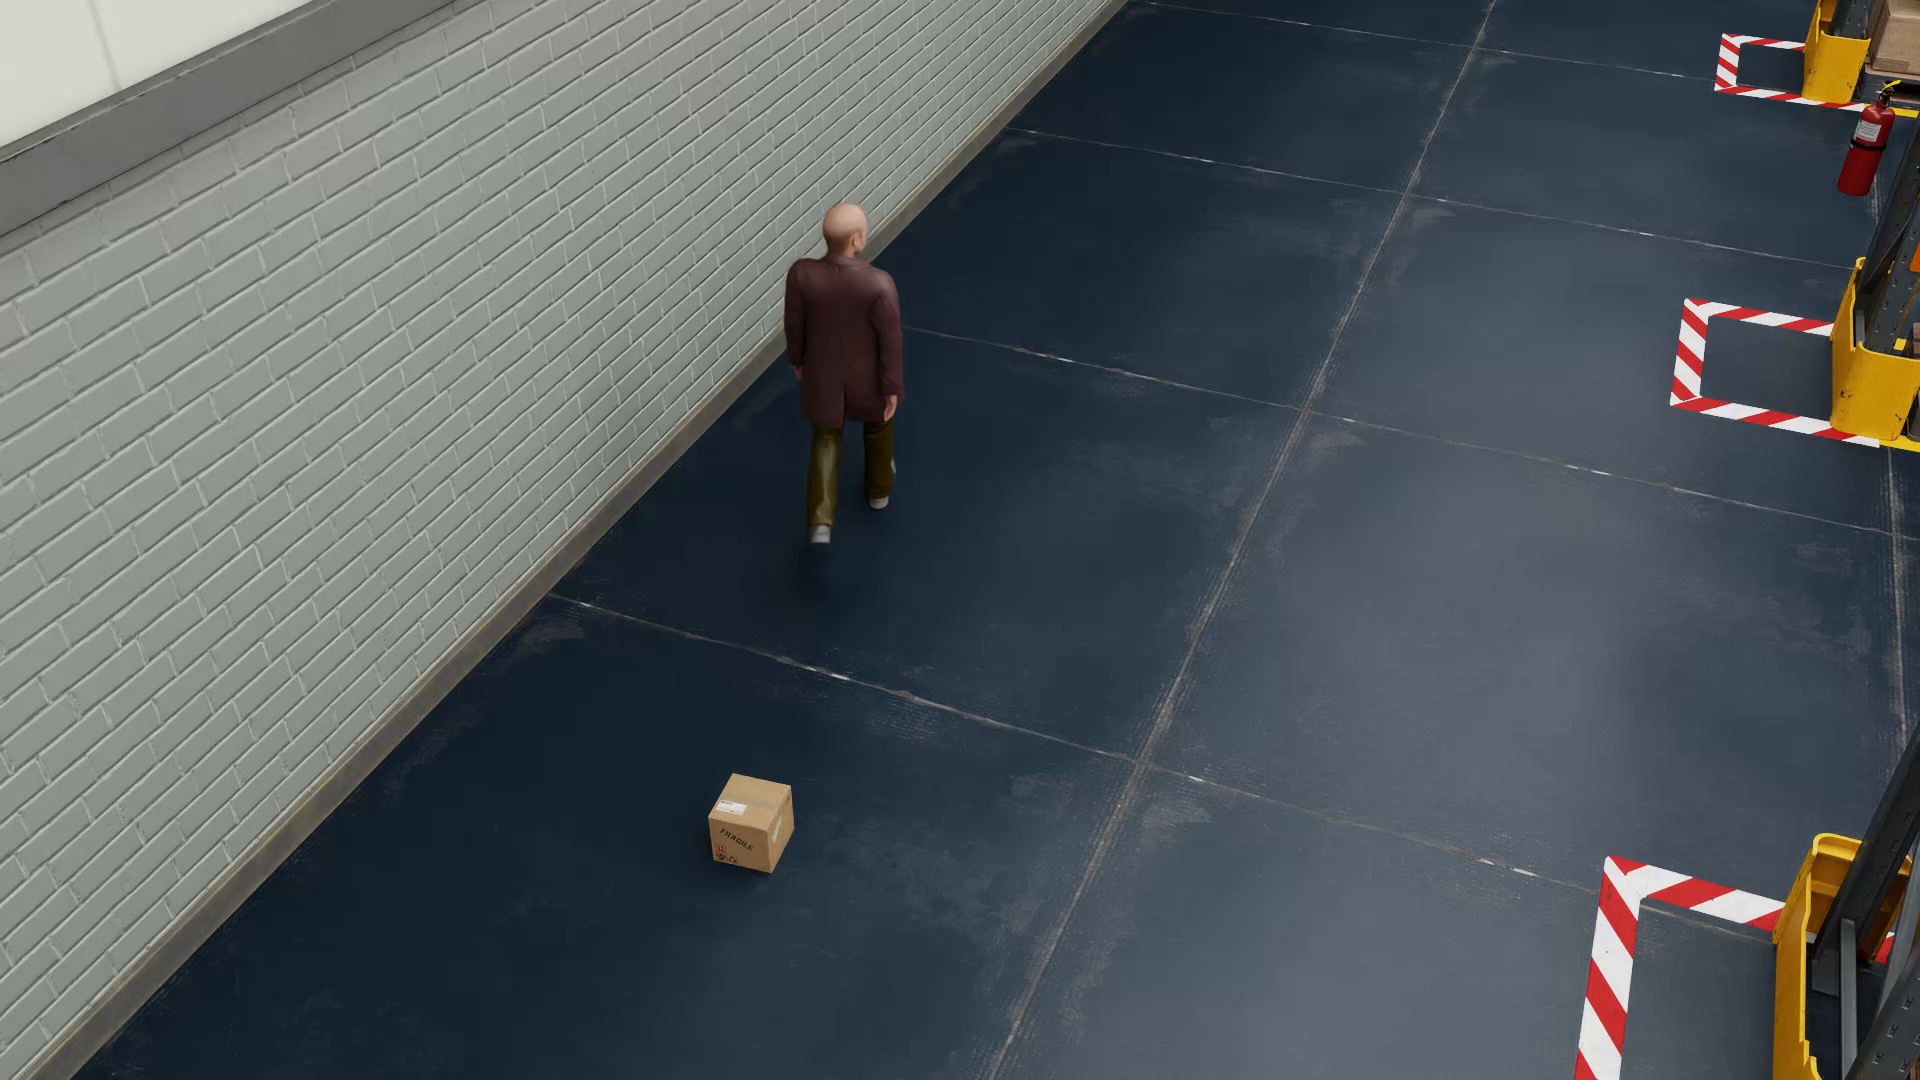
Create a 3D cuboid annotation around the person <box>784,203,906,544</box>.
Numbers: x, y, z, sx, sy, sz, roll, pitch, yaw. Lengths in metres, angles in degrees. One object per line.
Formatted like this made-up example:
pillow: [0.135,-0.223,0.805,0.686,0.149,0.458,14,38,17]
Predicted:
person: [-0.542,-0.792,7.879,0.602,1.752,0.979,5,37,7]
